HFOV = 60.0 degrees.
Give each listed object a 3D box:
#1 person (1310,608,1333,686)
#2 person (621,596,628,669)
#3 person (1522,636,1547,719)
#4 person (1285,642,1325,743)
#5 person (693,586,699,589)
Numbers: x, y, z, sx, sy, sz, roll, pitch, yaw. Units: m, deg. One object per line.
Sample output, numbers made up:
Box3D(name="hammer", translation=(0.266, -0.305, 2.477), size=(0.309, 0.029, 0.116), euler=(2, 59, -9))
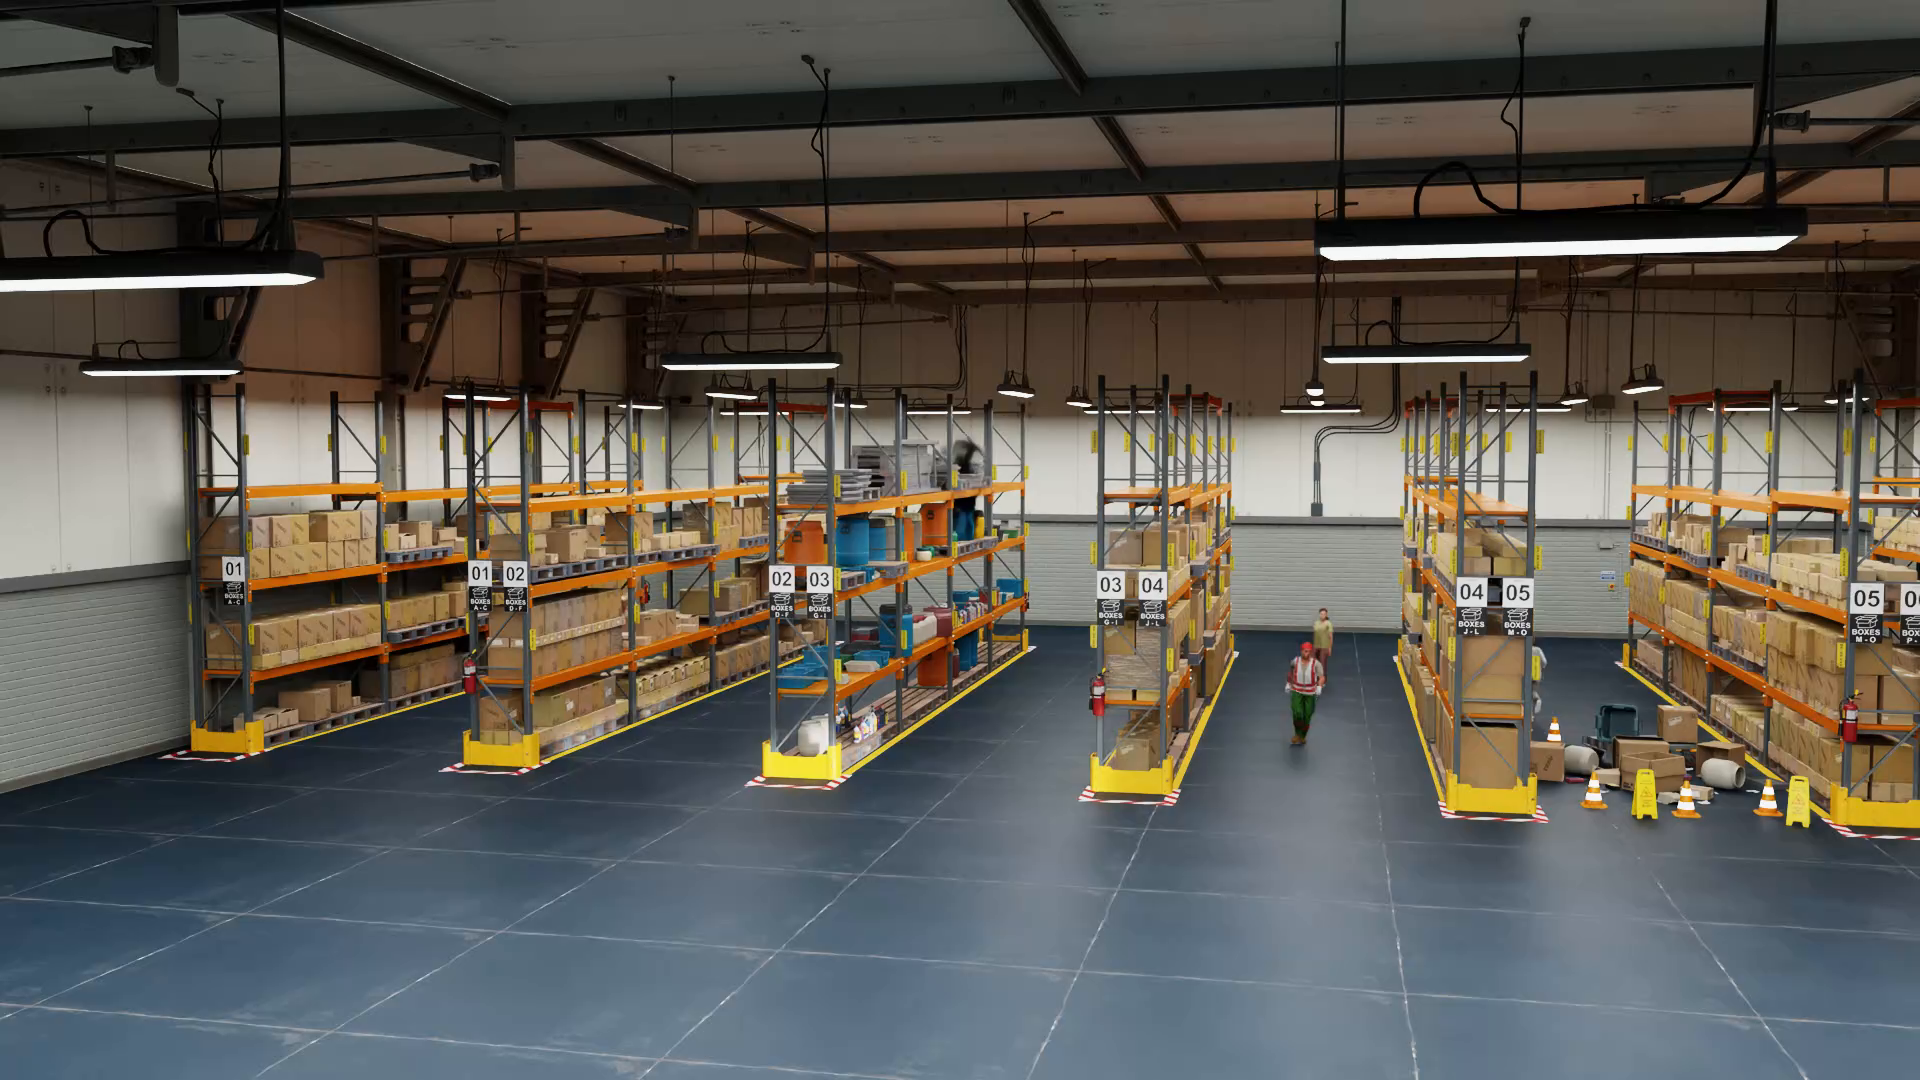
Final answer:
Box3D(name="person", translation=(7.427, 2.225, 34.197), size=(0.564, 1.697, 0.442), euler=(3, 4, 42))
Box3D(name="person", translation=(-7.436, 2.049, 36.914), size=(0.663, 1.697, 0.859), euler=(-1, 3, -14))
Box3D(name="person", translation=(10.427, 2.502, 30.335), size=(0.524, 1.544, 0.574), euler=(0, 3, 7))
Box3D(name="person", translation=(5.716, 2.540, 27.535), size=(0.630, 1.728, 0.824), euler=(1, 3, 10))
Box3D(name="person", translation=(-6.196, 1.916, 39.105), size=(0.639, 1.704, 0.845), euler=(0, 3, -3))
